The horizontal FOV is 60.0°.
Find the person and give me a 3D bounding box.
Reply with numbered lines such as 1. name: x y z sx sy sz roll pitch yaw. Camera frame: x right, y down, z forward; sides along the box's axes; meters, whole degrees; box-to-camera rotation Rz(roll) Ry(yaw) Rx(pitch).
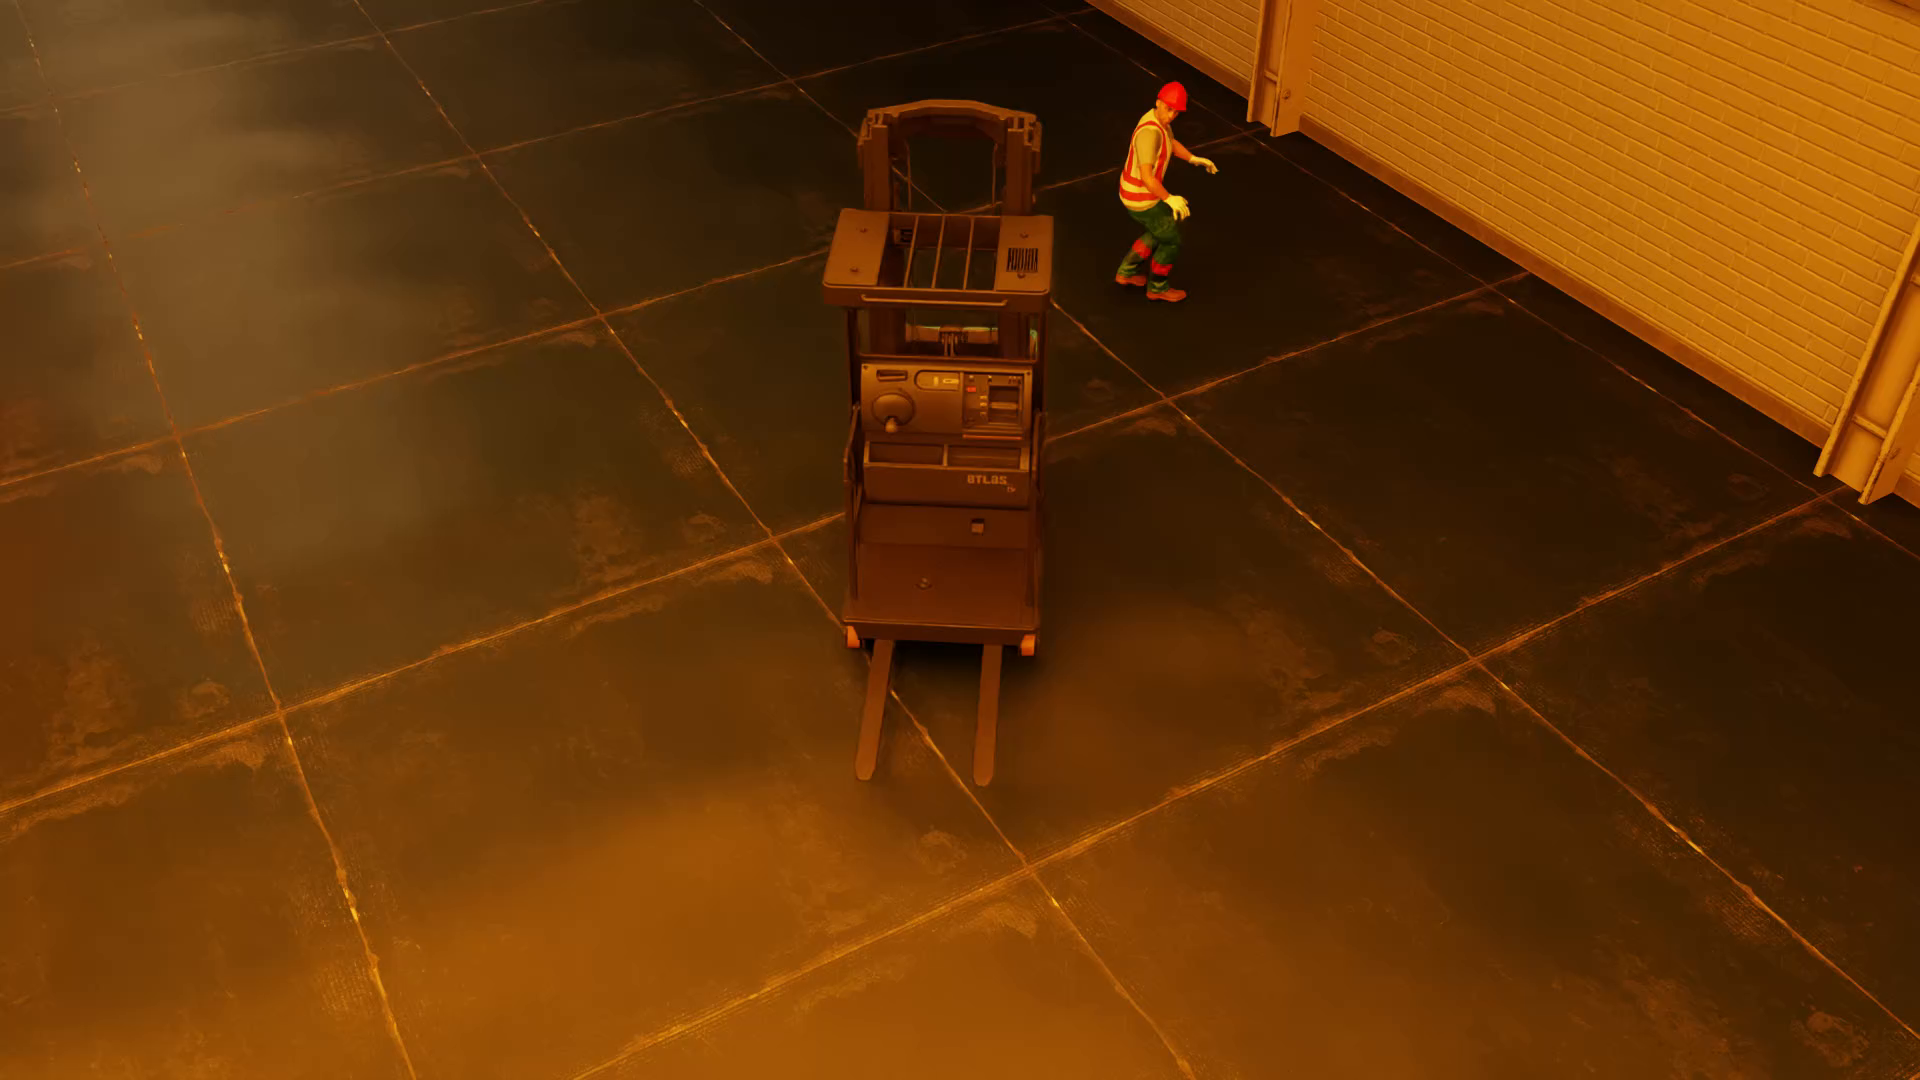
1. person: 1.514 -2.488 12.010 0.726 1.686 0.821 0 40 1

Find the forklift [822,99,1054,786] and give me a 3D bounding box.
1. forklift: -0.086 -0.683 8.860 1.130 2.935 3.031 3 40 3
